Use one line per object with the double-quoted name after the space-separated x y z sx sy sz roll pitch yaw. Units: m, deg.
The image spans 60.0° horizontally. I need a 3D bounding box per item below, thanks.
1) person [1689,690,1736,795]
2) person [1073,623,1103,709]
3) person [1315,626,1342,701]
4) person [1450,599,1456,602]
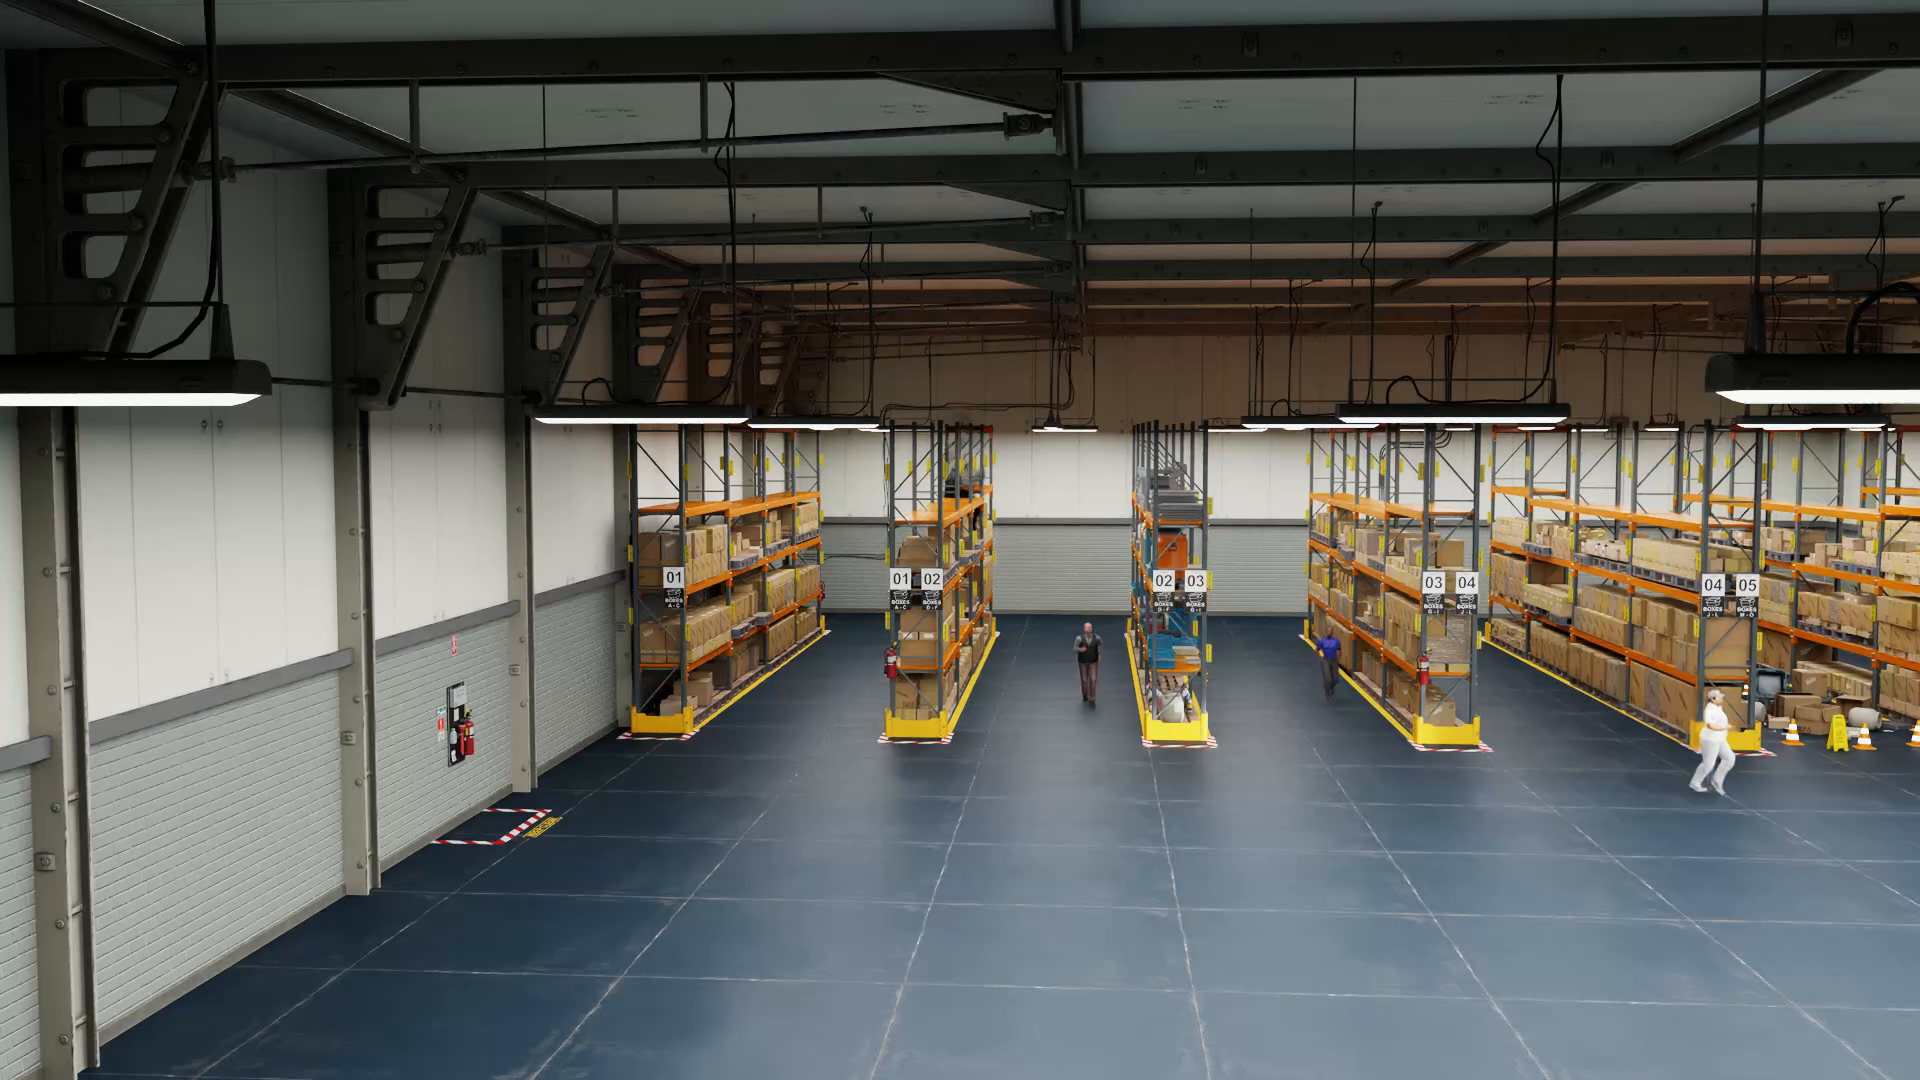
11.983 3.196 26.440 0.682 1.649 0.646 3 5 41 "person"
2.704 2.663 35.109 0.647 1.685 0.837 0 4 3 "person"
7.942 2.654 35.800 0.574 1.603 0.544 0 4 2 "person"
13.352 2.047 44.887 0.670 1.753 0.744 1 4 8 "person"
